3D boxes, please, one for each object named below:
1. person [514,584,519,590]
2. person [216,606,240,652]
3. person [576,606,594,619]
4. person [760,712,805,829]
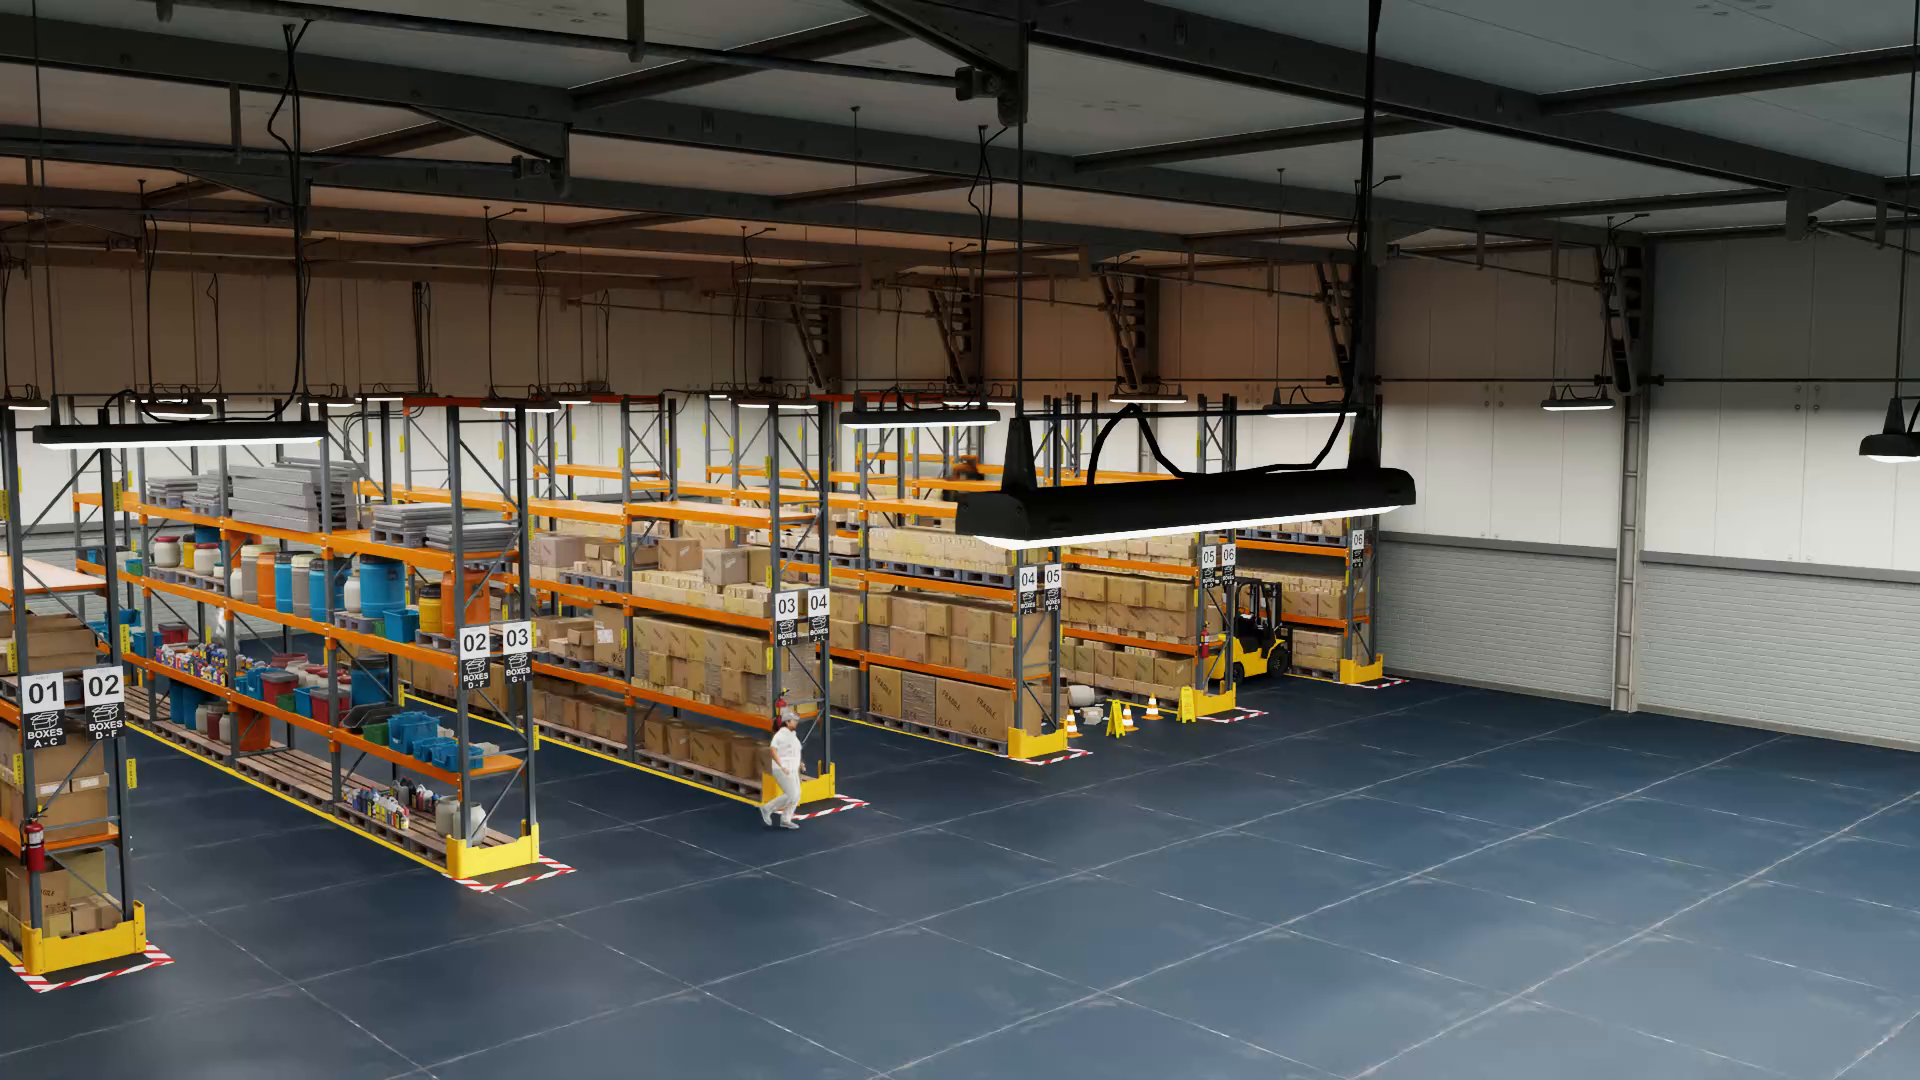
[{"bbox_3d":[-10.205,1.823,37.776,0.681,1.800,0.676,-3,6,-31],"label":"person"},{"bbox_3d":[-15.872,2.033,36.010,0.538,1.658,0.613,-5,7,-39],"label":"person"},{"bbox_3d":[-9.290,1.507,41.112,0.600,1.725,0.732,1,6,7],"label":"person"},{"bbox_3d":[-2.499,3.252,23.608,0.546,1.612,0.685,1,6,12],"label":"person"}]
